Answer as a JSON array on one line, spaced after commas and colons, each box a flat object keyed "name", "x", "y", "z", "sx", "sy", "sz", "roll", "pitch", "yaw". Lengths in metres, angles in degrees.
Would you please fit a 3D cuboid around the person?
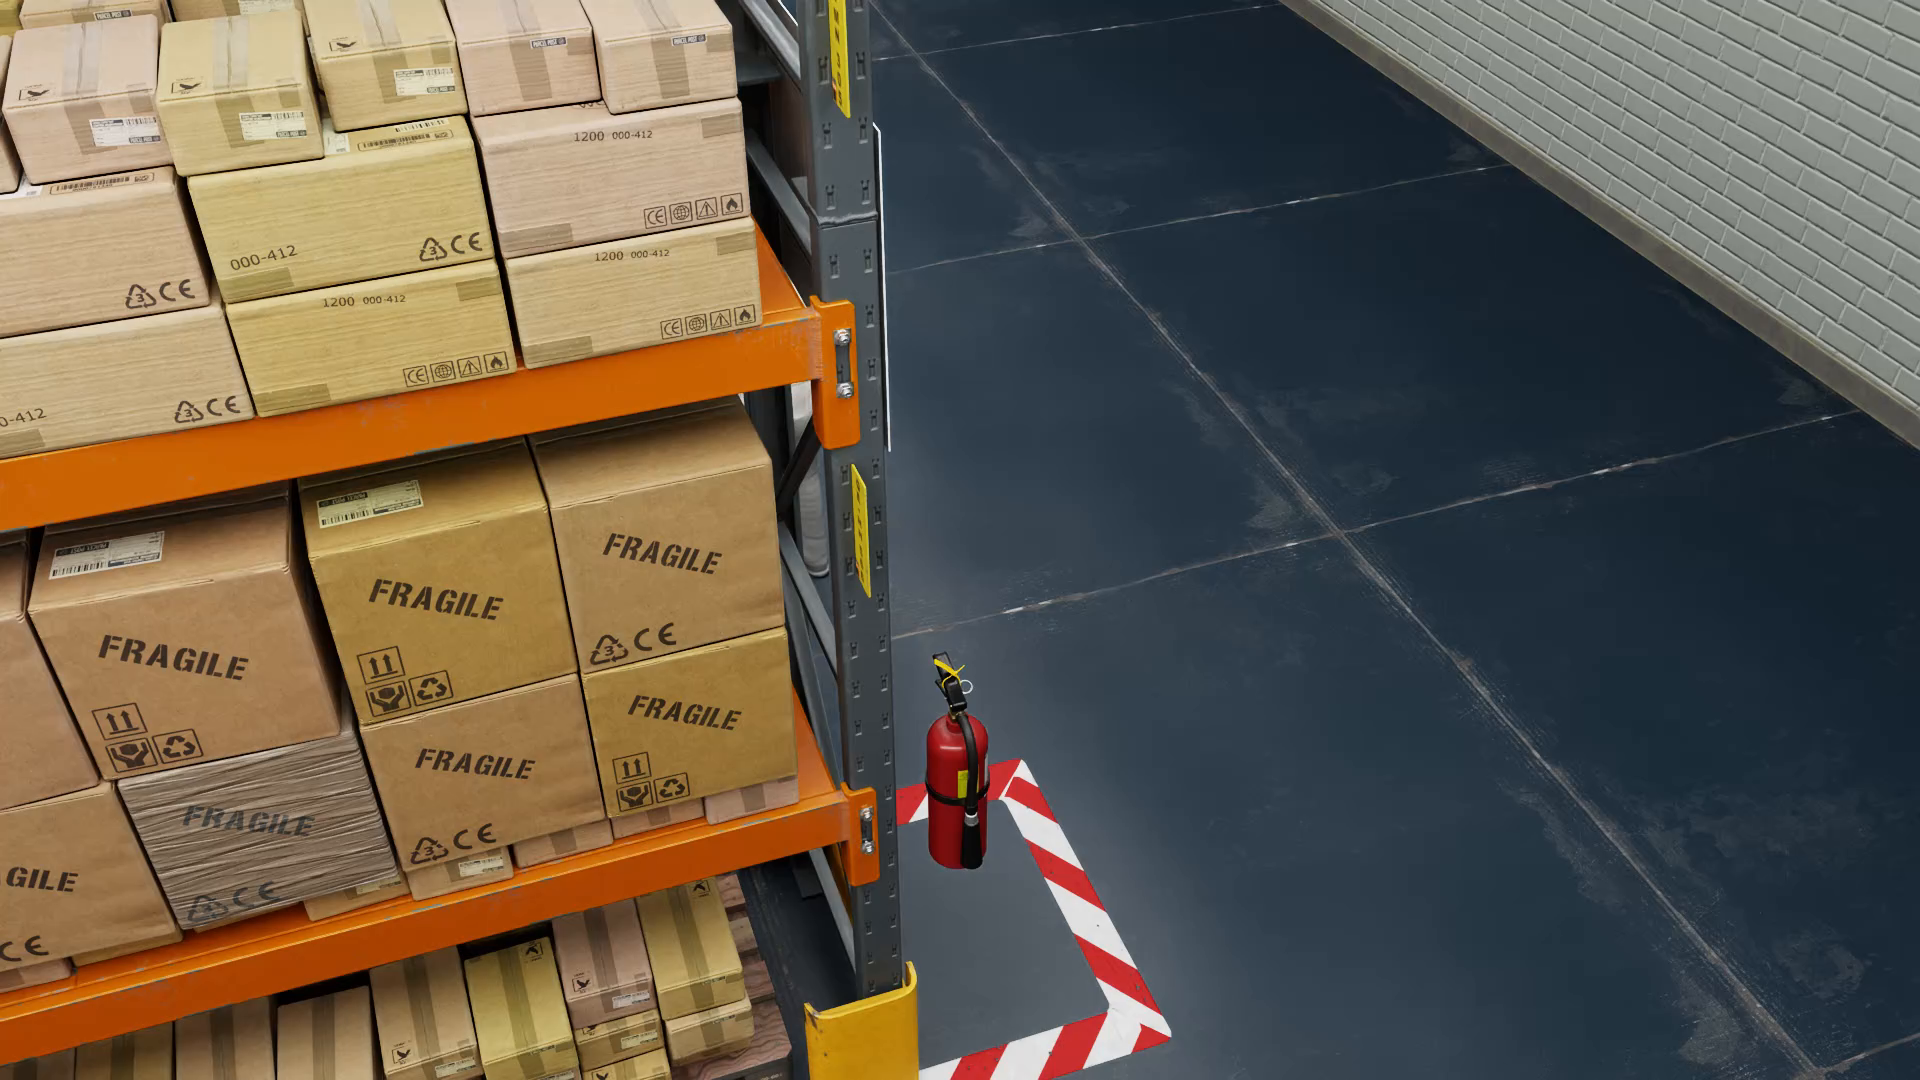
[{"name": "person", "x": -0.806, "y": -0.531, "z": 6.842, "sx": 0.469, "sy": 1.665, "sz": 0.390, "roll": -12, "pitch": 39, "yaw": -15}]
